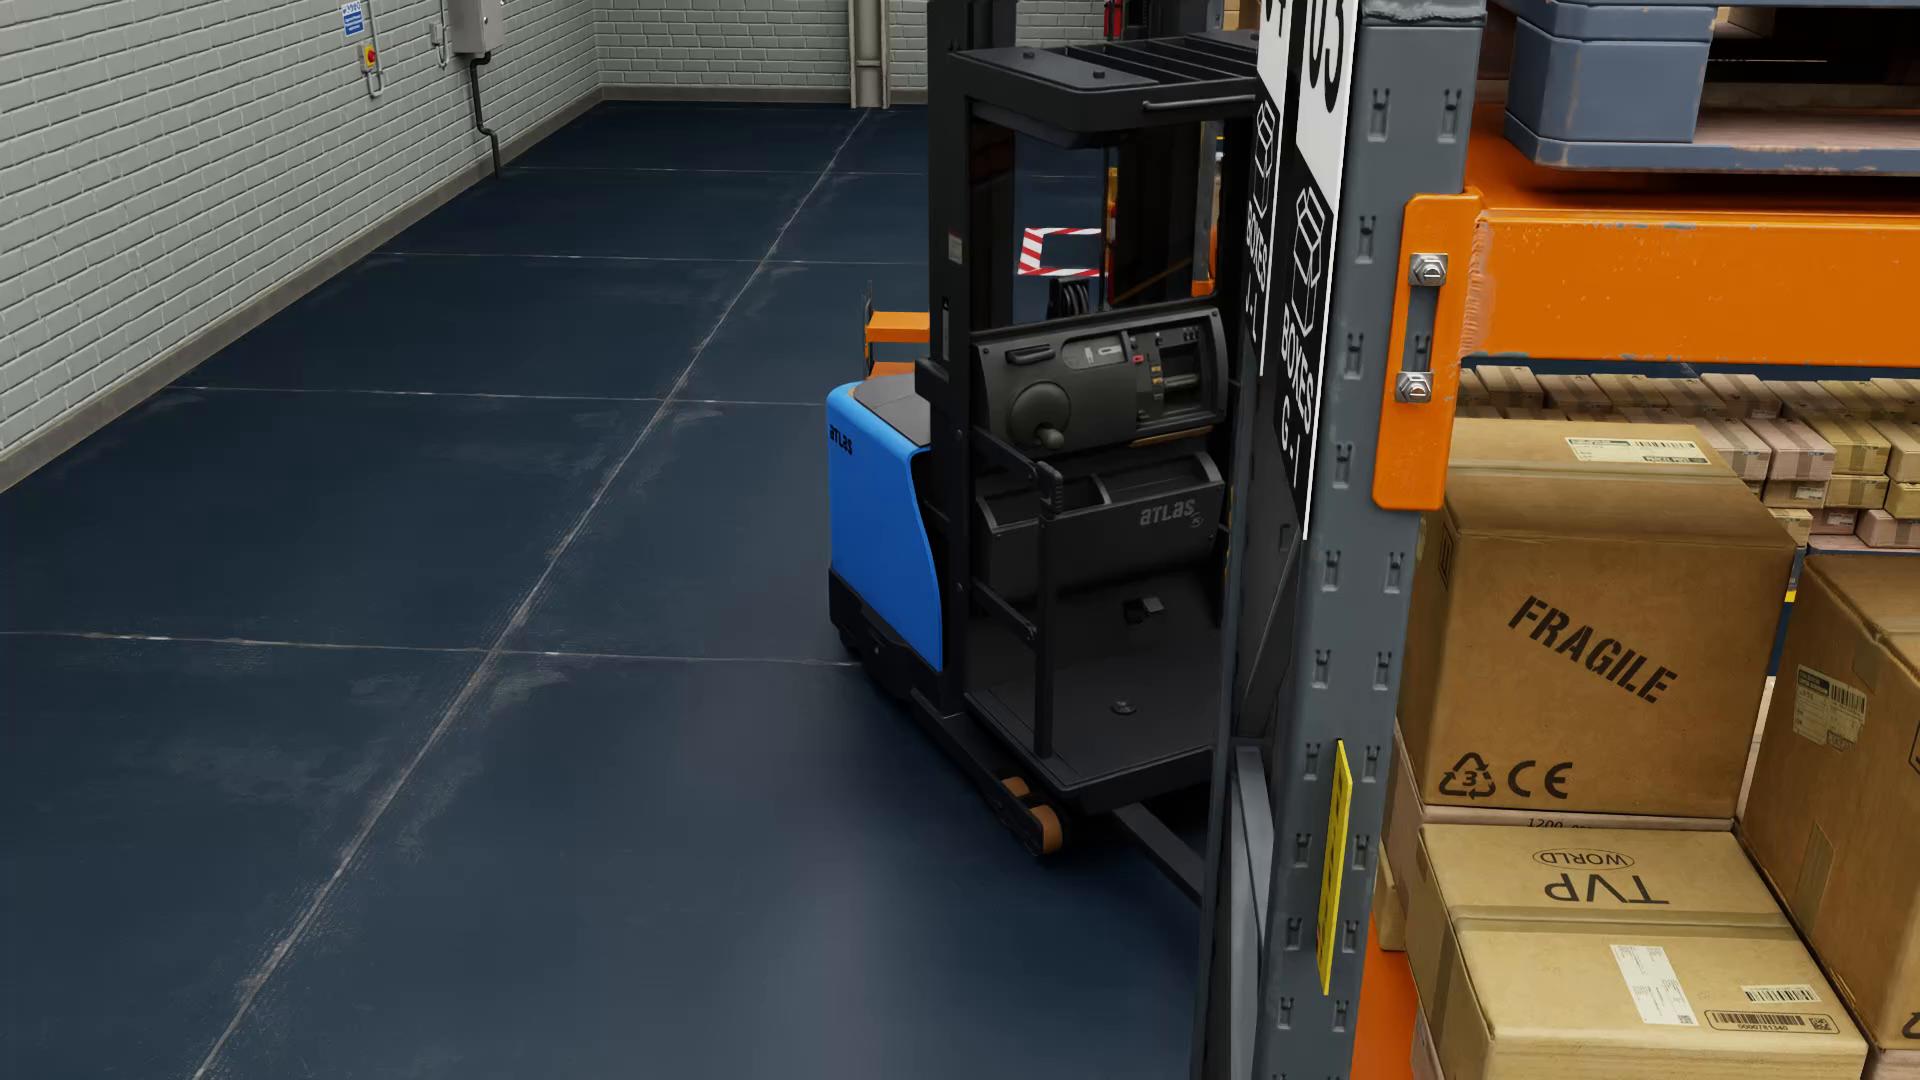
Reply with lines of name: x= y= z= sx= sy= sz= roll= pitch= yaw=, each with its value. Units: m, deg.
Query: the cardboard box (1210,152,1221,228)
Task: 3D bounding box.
cardboard box: x=1.948 y=-2.560 z=12.287 sx=0.875 sy=0.438 sz=0.875 roll=1 pitch=25 yaw=2

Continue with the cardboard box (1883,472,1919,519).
cardboard box: x=4.114 y=-0.231 z=7.216 sx=0.250 sy=0.149 sz=0.380 roll=1 pitch=25 yaw=2

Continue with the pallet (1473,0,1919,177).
pallet: x=1.264 y=-0.685 z=2.168 sx=1.213 sy=0.211 sz=1.003 roll=2 pitch=25 yaw=4

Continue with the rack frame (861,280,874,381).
rack frame: x=-0.408 y=-0.558 z=7.528 sx=0.015 sy=1.200 sz=0.240 roll=2 pitch=25 yaw=4

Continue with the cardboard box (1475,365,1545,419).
cardboard box: x=2.591 y=-0.693 z=7.865 sx=0.250 sy=0.149 sz=0.380 roll=3 pitch=25 yaw=6

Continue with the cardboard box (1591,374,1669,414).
cardboard box: x=3.108 y=-0.642 z=7.753 sx=0.250 sy=0.149 sz=0.380 roll=2 pitch=25 yaw=4

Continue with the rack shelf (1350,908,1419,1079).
rack shelf: x=2.518 y=1.009 z=2.830 sx=4.000 sy=0.370 sz=1.077 roll=2 pitch=25 yaw=4

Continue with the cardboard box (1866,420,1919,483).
cardboard box: x=4.111 y=-0.384 z=7.191 sx=0.250 sy=0.149 sz=0.380 roll=2 pitch=25 yaw=4

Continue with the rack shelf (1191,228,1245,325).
rack shelf: x=2.998 y=-1.055 z=7.315 sx=4.000 sy=0.370 sz=1.077 roll=2 pitch=25 yaw=4

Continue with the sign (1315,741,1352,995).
sign: x=0.475 y=0.420 z=2.119 sx=0.005 sy=0.325 sz=0.100 roll=2 pitch=25 yaw=4

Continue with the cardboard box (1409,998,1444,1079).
cardboard box: x=0.852 y=0.881 z=2.547 sx=0.250 sy=0.149 sz=0.380 roll=2 pitch=25 yaw=5

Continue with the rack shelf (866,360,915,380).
rack shelf: x=-0.165 y=-0.693 z=7.445 sx=0.480 sy=0.148 sz=0.258 roll=2 pitch=25 yaw=4

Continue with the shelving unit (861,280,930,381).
shelving unit: x=-0.165 y=-0.550 z=7.511 sx=0.503 sy=1.200 sz=0.258 roll=2 pitch=25 yaw=4

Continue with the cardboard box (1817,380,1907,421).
cardboard box: x=4.138 y=-0.602 z=7.667 sx=0.250 sy=0.149 sz=0.380 roll=2 pitch=25 yaw=3

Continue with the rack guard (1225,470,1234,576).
rack guard: x=1.080 y=-0.308 z=7.821 sx=0.348 sy=0.500 sz=1.175 roll=2 pitch=25 yaw=4

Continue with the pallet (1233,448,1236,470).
pallet: x=1.887 y=-0.136 z=7.793 sx=1.213 sy=0.211 sz=1.003 roll=2 pitch=25 yaw=4

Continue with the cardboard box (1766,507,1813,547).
cardboard box: x=3.543 y=-0.117 z=7.325 sx=0.250 sy=0.149 sz=0.380 roll=2 pitch=25 yaw=4

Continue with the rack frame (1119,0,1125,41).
rack frame: x=1.658 y=-5.581 z=16.291 sx=0.127 sy=3.000 sz=1.000 roll=2 pitch=25 yaw=4

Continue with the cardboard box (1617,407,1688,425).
cardboard box: x=3.072 y=-0.452 z=7.339 sx=0.250 sy=0.149 sz=0.380 roll=2 pitch=25 yaw=4

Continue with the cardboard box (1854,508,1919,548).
cardboard box: x=4.054 y=-0.109 z=7.307 sx=0.250 sy=0.149 sz=0.380 roll=1 pitch=25 yaw=2

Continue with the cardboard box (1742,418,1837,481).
cardboard box: x=3.581 y=-0.394 z=7.215 sx=0.250 sy=0.149 sz=0.380 roll=1 pitch=25 yaw=1

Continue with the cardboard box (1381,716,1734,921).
cardboard box: x=1.027 y=0.456 z=2.994 sx=0.500 sy=0.250 sz=0.500 roll=1 pitch=25 yaw=3

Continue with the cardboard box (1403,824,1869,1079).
cardboard box: x=0.981 y=0.679 z=2.510 sx=0.500 sy=0.250 sz=0.500 roll=1 pitch=25 yaw=3

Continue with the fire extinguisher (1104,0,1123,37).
fire extinguisher: x=1.476 y=-5.189 z=15.977 sx=0.183 sy=0.674 sz=0.296 roll=2 pitch=25 yaw=4

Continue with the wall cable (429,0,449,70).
wall cable: x=-4.245 y=-4.736 z=13.239 sx=0.122 sy=1.984 sz=0.588 roll=2 pitch=25 yaw=4

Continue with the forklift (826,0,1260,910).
forklift: x=0.584 y=-0.502 z=5.336 sx=1.130 sy=2.935 sz=3.031 roll=-12 pitch=27 yaw=-25

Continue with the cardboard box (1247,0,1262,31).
cardboard box: x=1.431 y=-1.956 z=6.740 sx=0.500 sy=0.500 sz=0.500 roll=2 pitch=25 yaw=4

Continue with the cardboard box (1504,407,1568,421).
cardboard box: x=2.555 y=-0.447 z=7.330 sx=0.250 sy=0.149 sz=0.380 roll=3 pitch=25 yaw=6

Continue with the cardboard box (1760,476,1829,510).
cardboard box: x=3.616 y=-0.280 z=7.322 sx=0.250 sy=0.149 sz=0.380 roll=2 pitch=25 yaw=5

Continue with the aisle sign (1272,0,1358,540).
aisle sign: x=0.429 y=-0.440 z=2.008 sx=0.004 sy=0.787 sz=0.394 roll=2 pitch=25 yaw=4

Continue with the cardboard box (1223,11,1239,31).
cardboard box: x=1.739 y=-3.423 z=11.480 sx=0.500 sy=0.500 sz=0.500 roll=2 pitch=25 yaw=4

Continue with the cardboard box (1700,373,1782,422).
cardboard box: x=3.629 y=-0.643 z=7.756 sx=0.250 sy=0.149 sz=0.380 roll=2 pitch=25 yaw=5

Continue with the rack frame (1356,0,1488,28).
rack frame: x=0.523 y=-2.107 z=1.565 sx=0.127 sy=3.000 sz=1.000 roll=2 pitch=25 yaw=4

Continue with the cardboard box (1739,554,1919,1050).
cardboard box: x=1.480 y=0.354 z=2.318 sx=0.500 sy=0.500 sz=0.500 roll=1 pitch=25 yaw=3

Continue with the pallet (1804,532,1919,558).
pallet: x=4.320 y=-0.058 z=7.624 sx=1.213 sy=0.211 sz=1.003 roll=2 pitch=25 yaw=4
